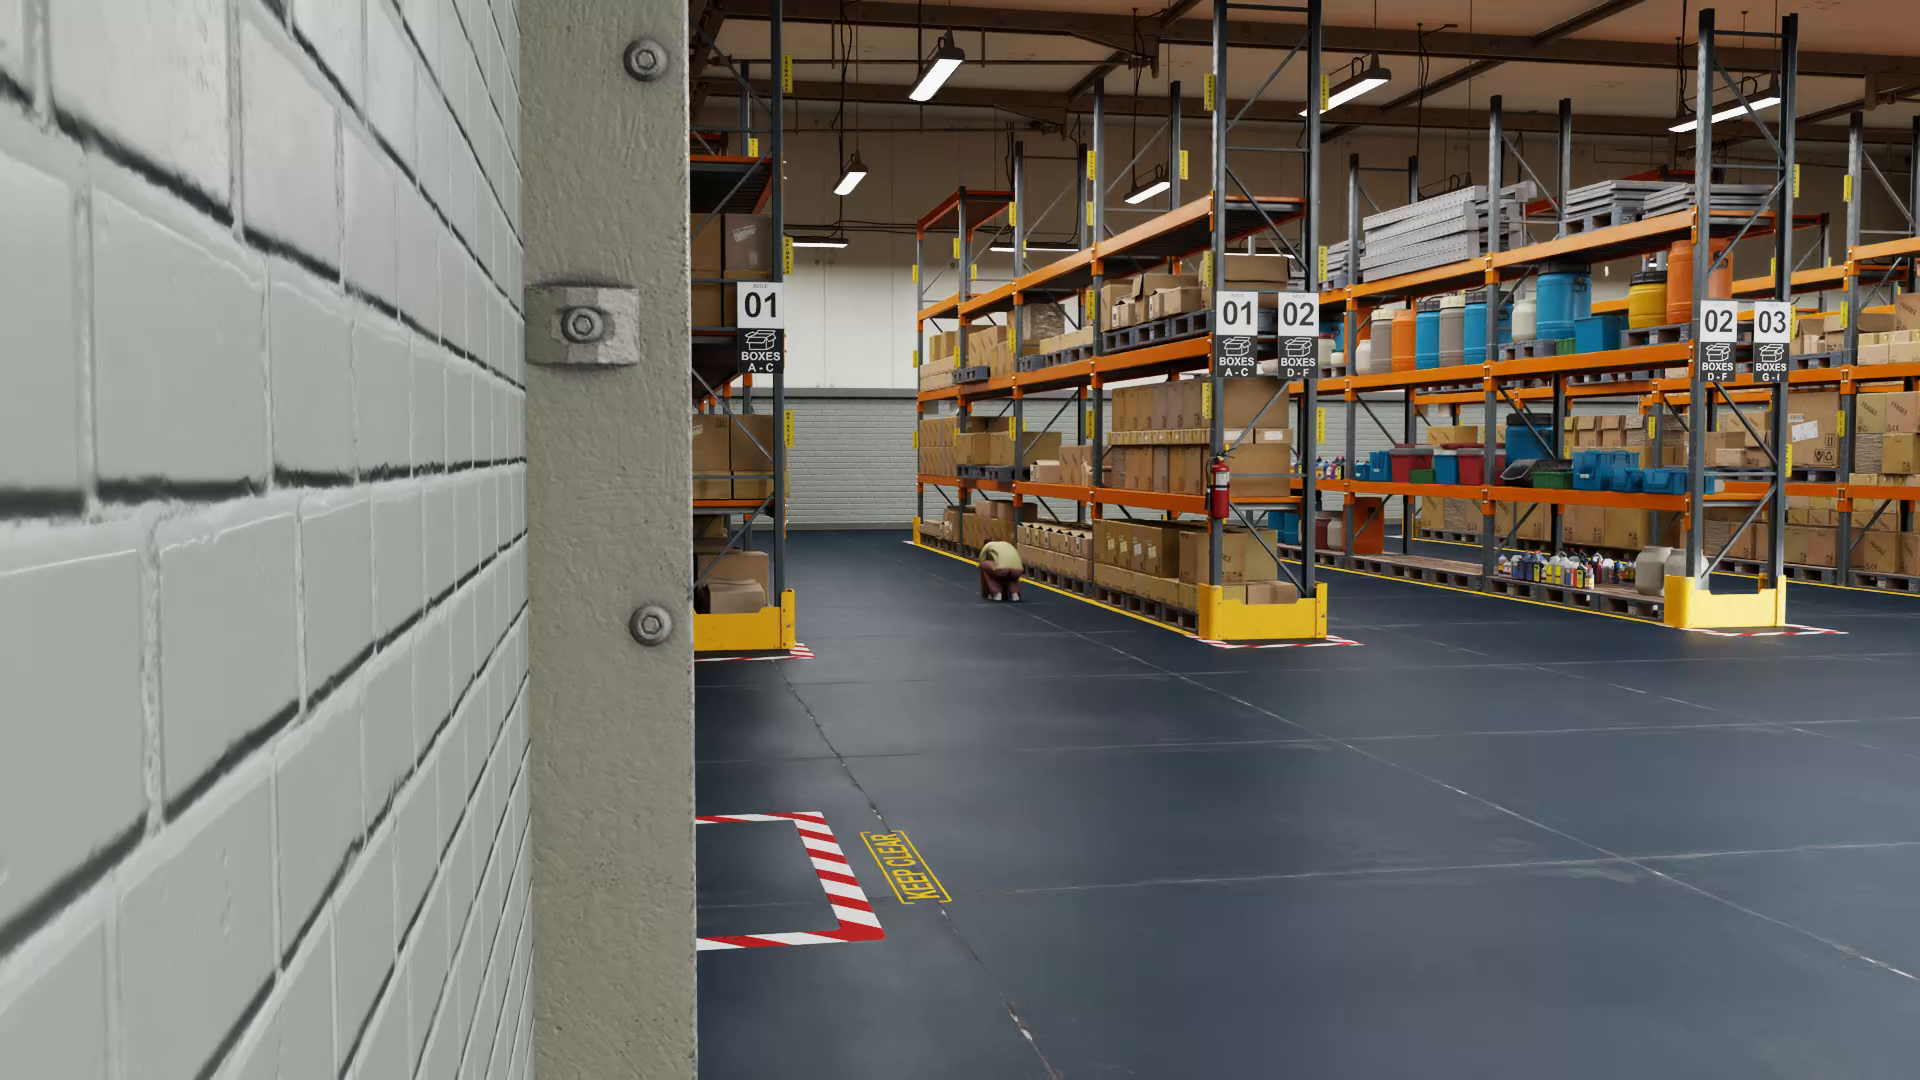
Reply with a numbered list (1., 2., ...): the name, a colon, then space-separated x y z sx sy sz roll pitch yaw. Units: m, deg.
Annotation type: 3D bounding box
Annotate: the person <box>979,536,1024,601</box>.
1. person: 0.477 0.368 19.455 0.465 0.800 0.835 -1 3 -12
